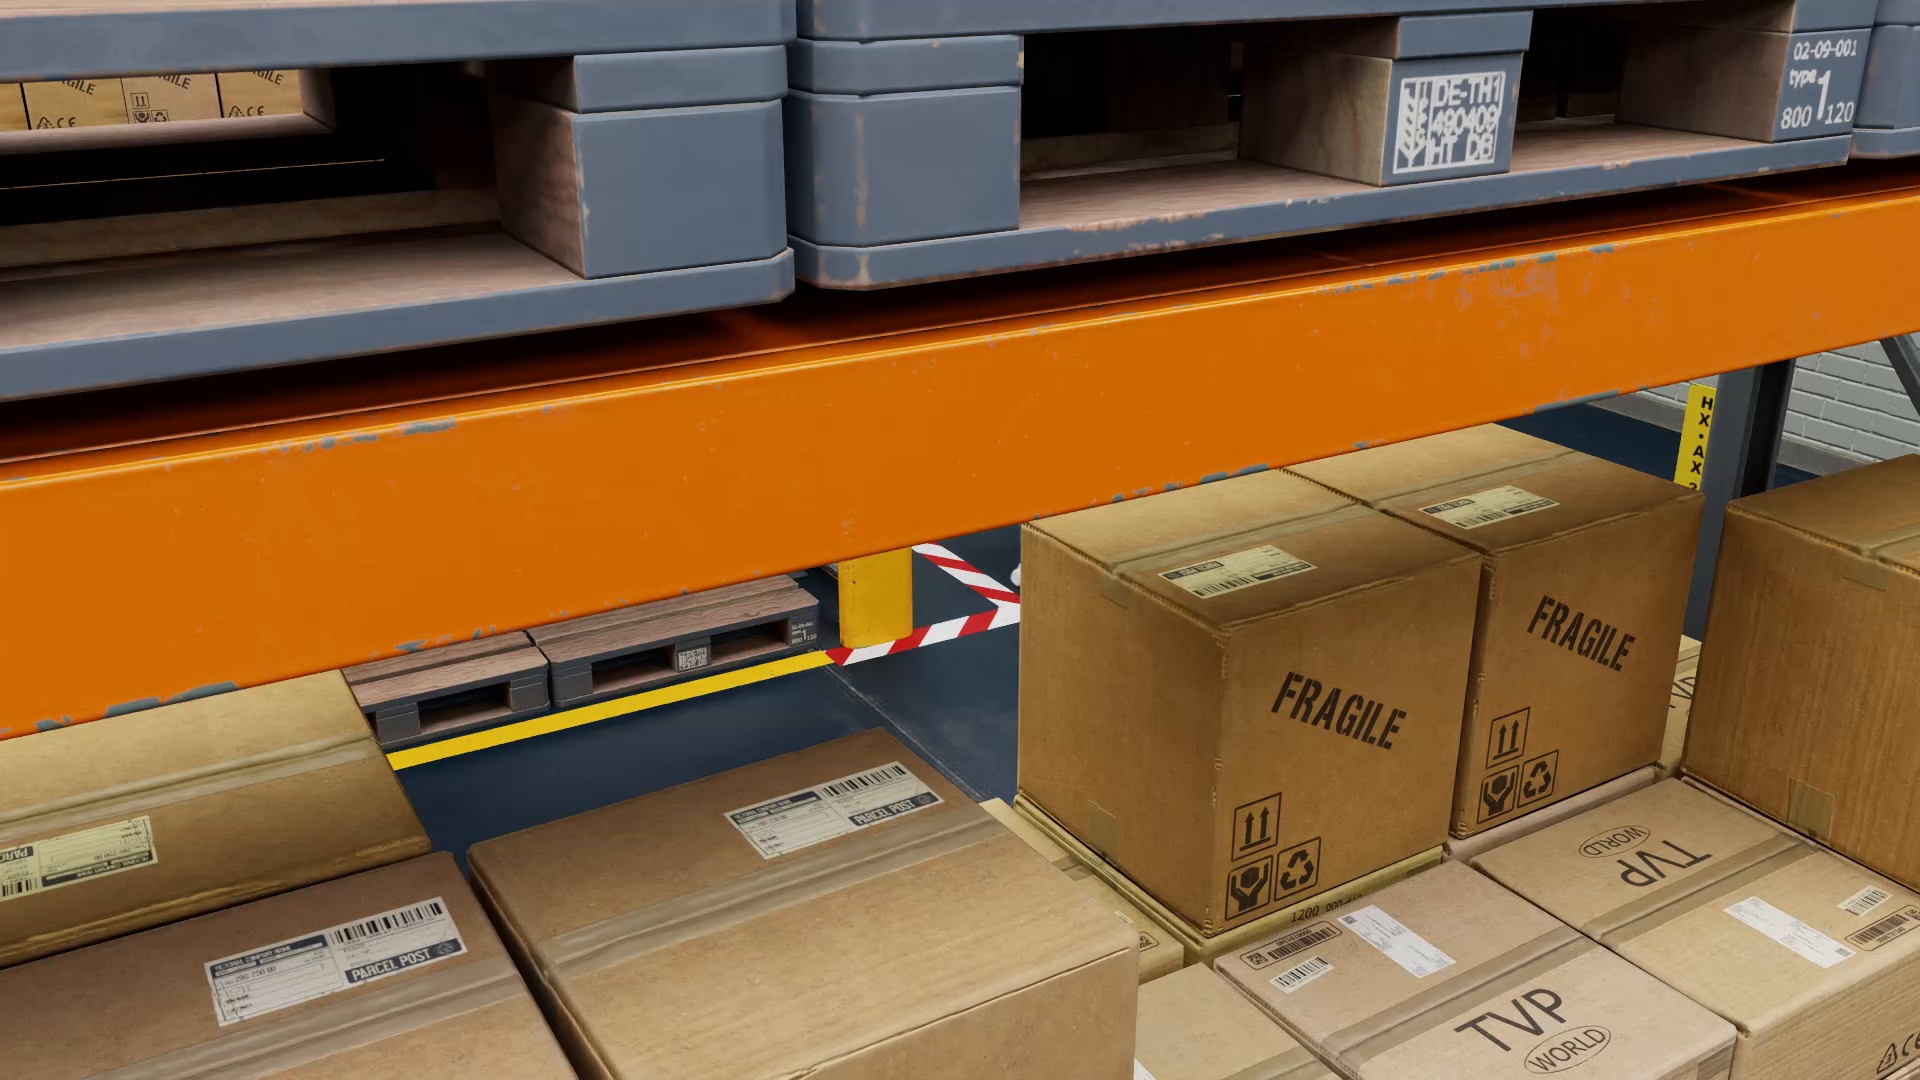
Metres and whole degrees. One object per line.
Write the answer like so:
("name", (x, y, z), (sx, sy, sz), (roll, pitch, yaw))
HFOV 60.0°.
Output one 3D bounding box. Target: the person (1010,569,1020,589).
("person", (0.499, -0.597, 7.629), (0.637, 1.773, 0.428), (-17, 27, -36))
